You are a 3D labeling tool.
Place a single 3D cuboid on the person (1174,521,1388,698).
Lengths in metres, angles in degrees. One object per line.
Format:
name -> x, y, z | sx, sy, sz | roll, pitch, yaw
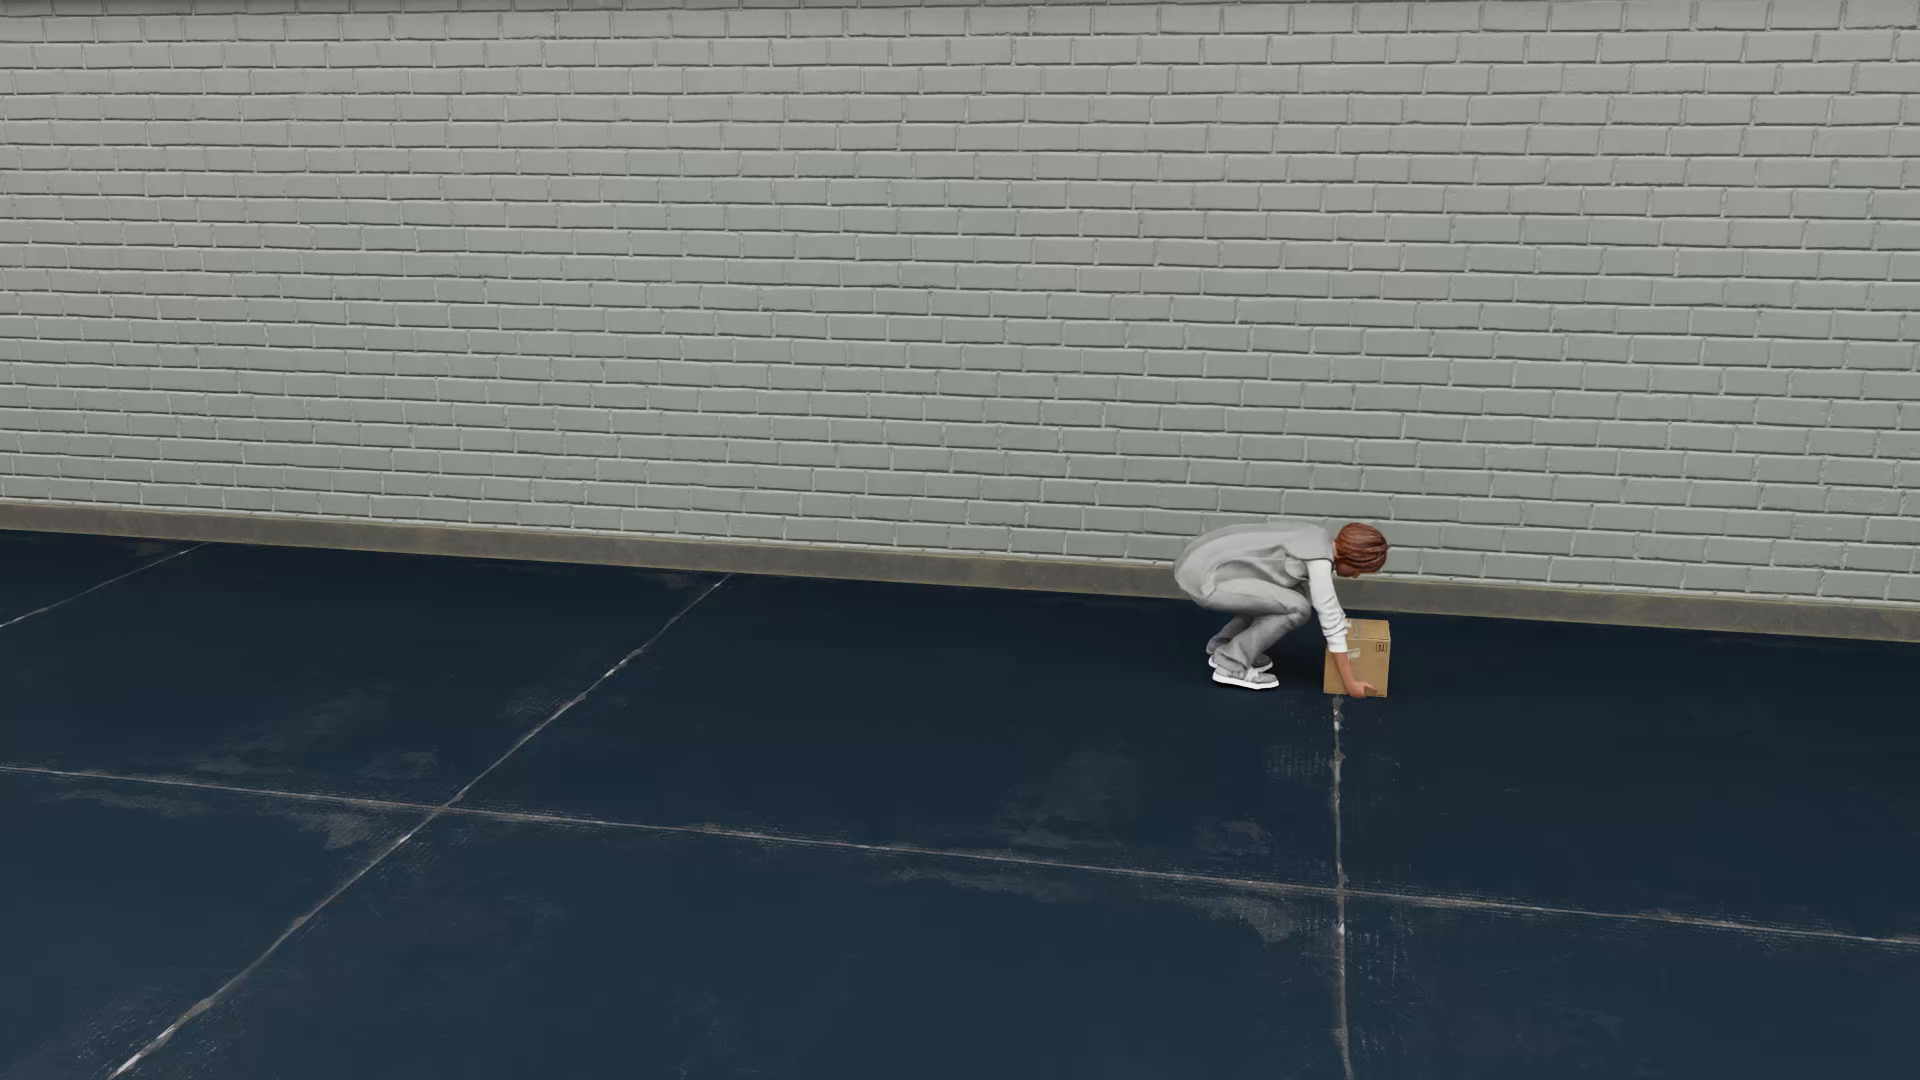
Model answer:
person -> 1.310, 0.264, 6.858 | 0.859, 0.703, 0.418 | 3, 15, 10
